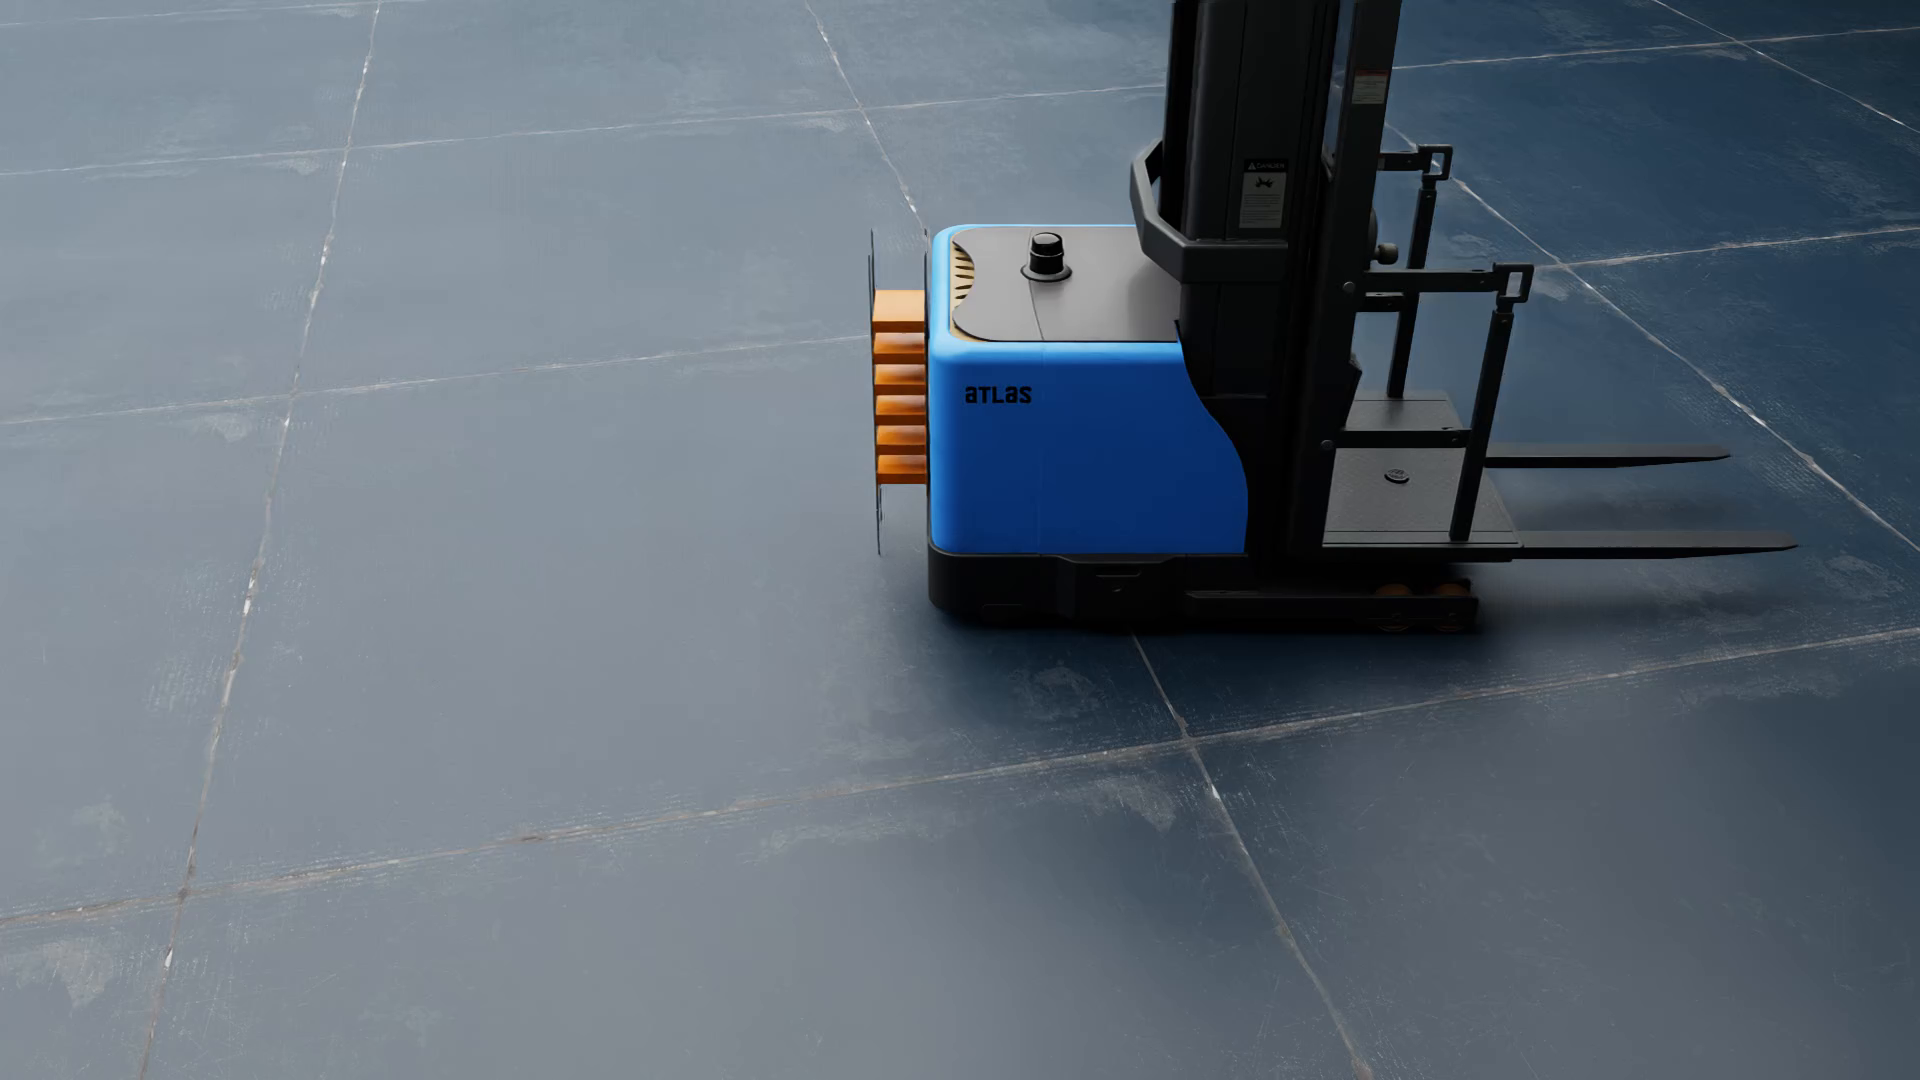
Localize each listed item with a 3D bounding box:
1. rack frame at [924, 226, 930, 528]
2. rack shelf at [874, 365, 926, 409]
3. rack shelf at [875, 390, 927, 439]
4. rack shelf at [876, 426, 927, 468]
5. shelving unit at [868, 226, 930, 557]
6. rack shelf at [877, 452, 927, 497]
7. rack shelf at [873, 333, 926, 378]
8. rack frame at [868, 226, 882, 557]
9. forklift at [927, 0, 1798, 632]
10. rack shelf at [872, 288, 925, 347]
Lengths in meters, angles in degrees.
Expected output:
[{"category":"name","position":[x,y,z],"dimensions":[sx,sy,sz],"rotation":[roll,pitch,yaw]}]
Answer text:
[{"category":"rack frame","position":[-0.116,-0.504,5.886],"dimensions":[0.006,1.200,0.240],"rotation":[0,34,0]},{"category":"rack shelf","position":[-0.207,-0.566,5.844],"dimensions":[0.180,0.103,0.258],"rotation":[0,34,0]},{"category":"rack shelf","position":[-0.207,-0.467,5.911],"dimensions":[0.180,0.103,0.258],"rotation":[0,34,0]},{"category":"rack shelf","position":[-0.207,-0.367,5.978],"dimensions":[0.180,0.103,0.258],"rotation":[0,34,0]},{"category":"shelving unit","position":[-0.207,-0.503,5.886],"dimensions":[0.189,1.200,0.258],"rotation":[0,34,0]},{"category":"rack shelf","position":[-0.207,-0.267,6.045],"dimensions":[0.180,0.103,0.258],"rotation":[0,34,0]},{"category":"rack shelf","position":[-0.207,-0.666,5.777],"dimensions":[0.180,0.103,0.258],"rotation":[0,34,0]},{"category":"rack frame","position":[-0.299,-0.503,5.886],"dimensions":[0.006,1.200,0.240],"rotation":[0,34,0]},{"category":"forklift","position":[1.405,-1.198,5.367],"dimensions":[3.031,2.935,1.130],"rotation":[0,34,0]},{"category":"rack shelf","position":[-0.207,-0.765,5.710],"dimensions":[0.180,0.103,0.258],"rotation":[0,34,0]}]
